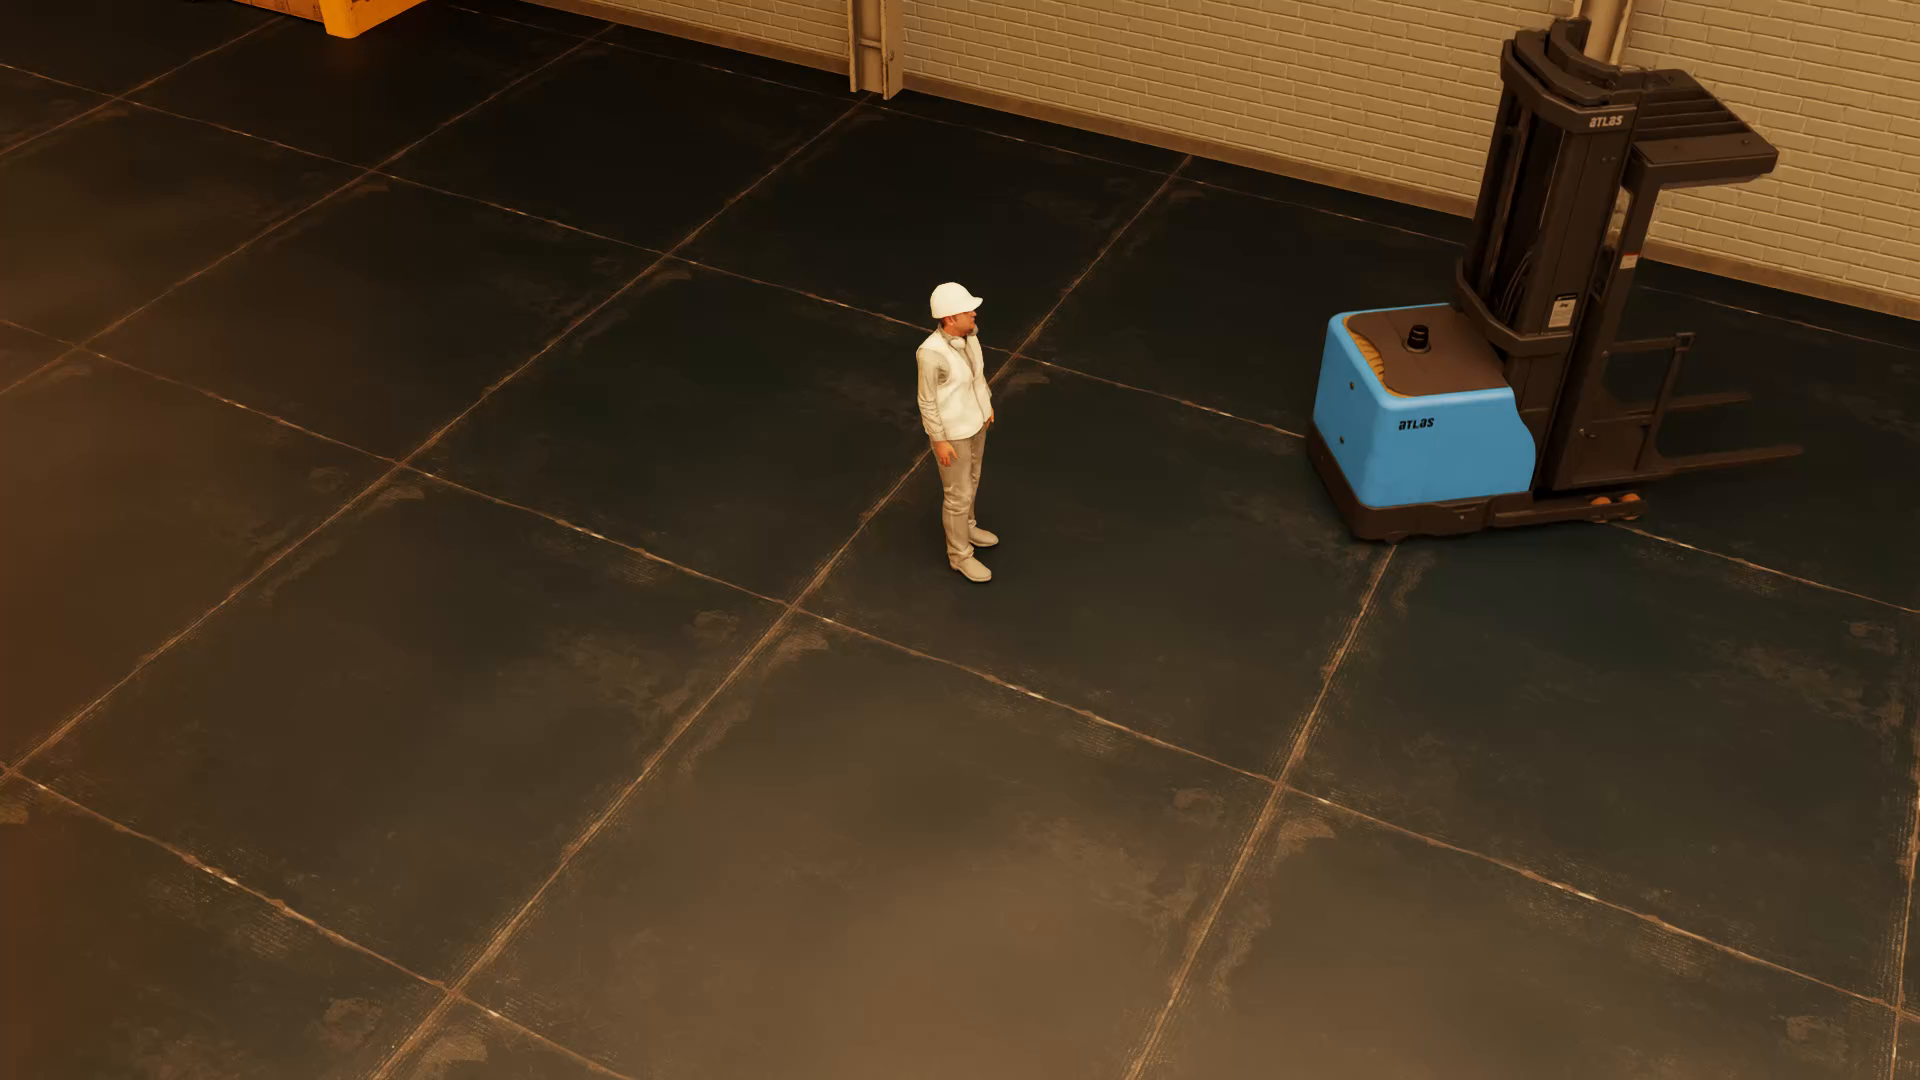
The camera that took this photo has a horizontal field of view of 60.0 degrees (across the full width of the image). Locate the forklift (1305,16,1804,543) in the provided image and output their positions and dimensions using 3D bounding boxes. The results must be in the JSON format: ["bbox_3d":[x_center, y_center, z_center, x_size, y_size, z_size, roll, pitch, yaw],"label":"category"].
[{"bbox_3d":[3.823,-1.556,9.834,3.031,2.935,1.130,-6,41,-7],"label":"forklift"}]

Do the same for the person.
[{"bbox_3d":[0.053,-0.662,9.658,0.566,1.775,0.634,18,43,21],"label":"person"}]
